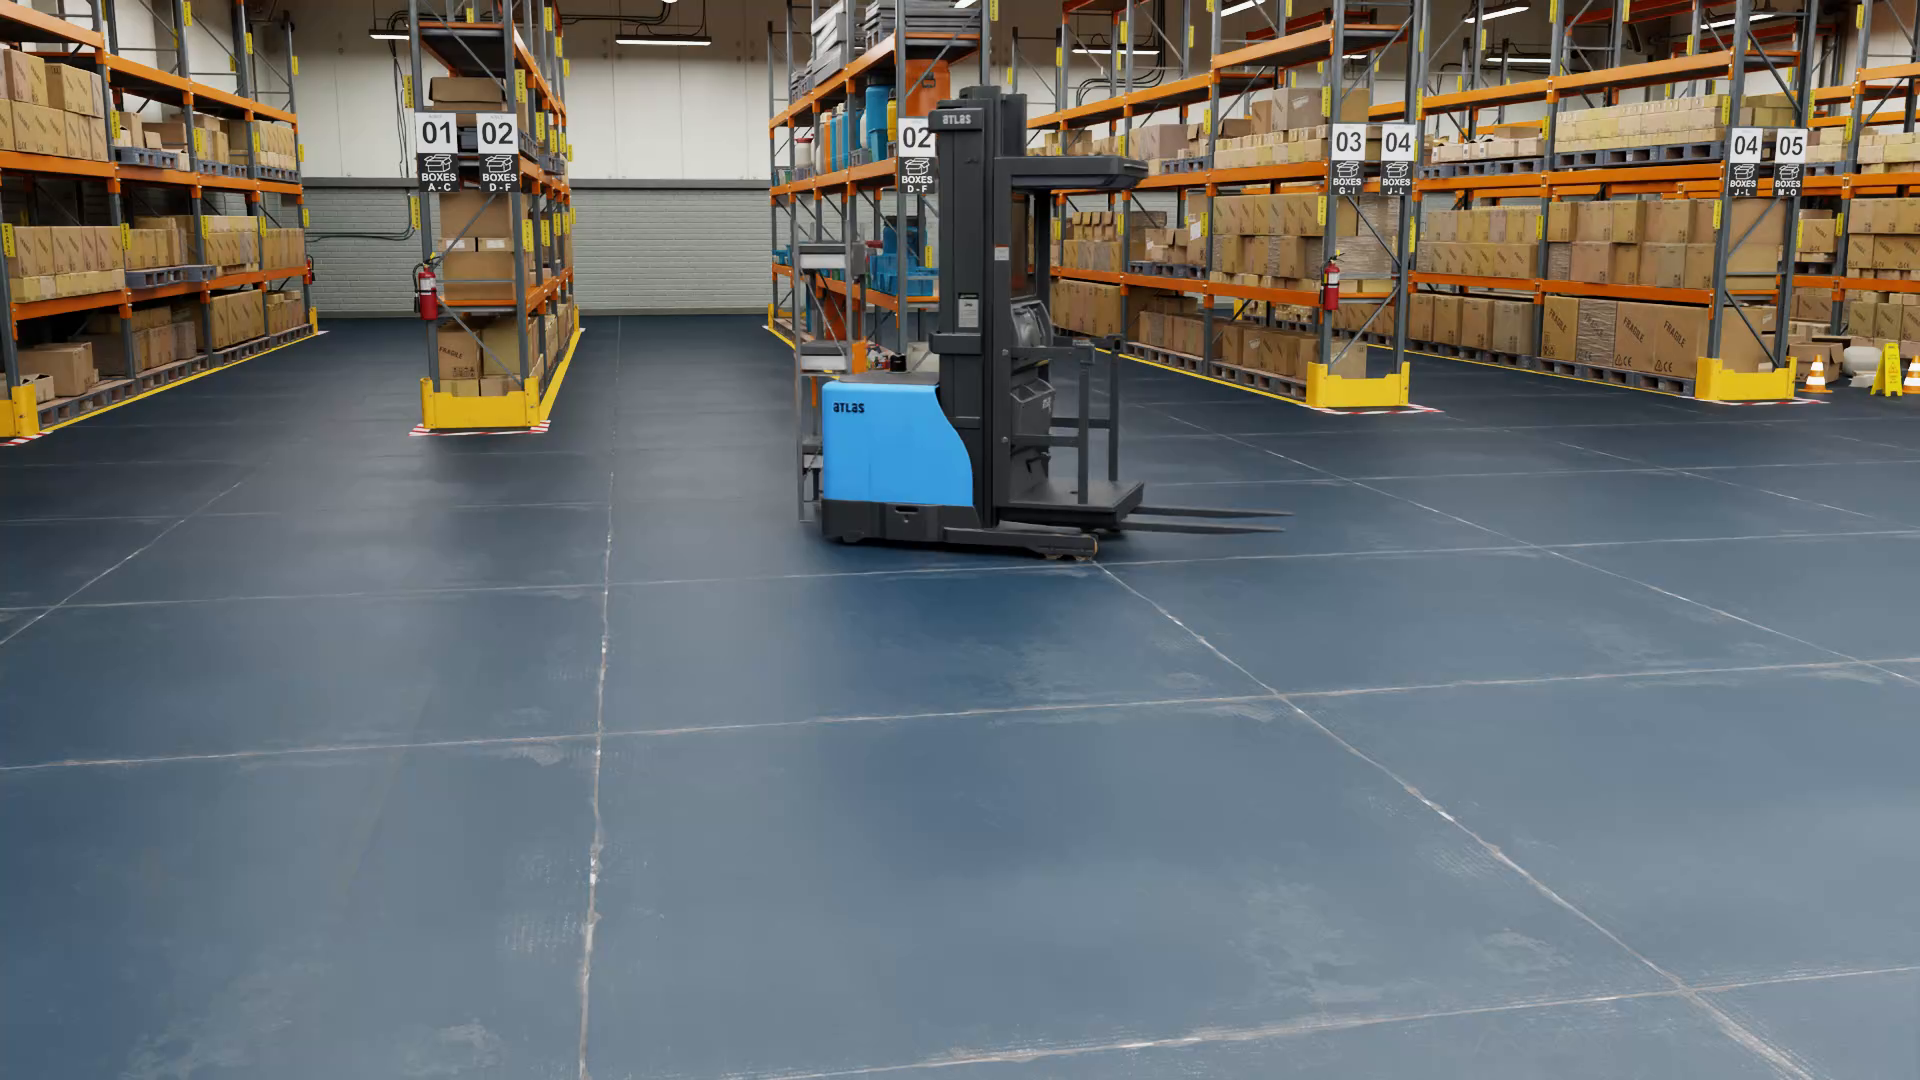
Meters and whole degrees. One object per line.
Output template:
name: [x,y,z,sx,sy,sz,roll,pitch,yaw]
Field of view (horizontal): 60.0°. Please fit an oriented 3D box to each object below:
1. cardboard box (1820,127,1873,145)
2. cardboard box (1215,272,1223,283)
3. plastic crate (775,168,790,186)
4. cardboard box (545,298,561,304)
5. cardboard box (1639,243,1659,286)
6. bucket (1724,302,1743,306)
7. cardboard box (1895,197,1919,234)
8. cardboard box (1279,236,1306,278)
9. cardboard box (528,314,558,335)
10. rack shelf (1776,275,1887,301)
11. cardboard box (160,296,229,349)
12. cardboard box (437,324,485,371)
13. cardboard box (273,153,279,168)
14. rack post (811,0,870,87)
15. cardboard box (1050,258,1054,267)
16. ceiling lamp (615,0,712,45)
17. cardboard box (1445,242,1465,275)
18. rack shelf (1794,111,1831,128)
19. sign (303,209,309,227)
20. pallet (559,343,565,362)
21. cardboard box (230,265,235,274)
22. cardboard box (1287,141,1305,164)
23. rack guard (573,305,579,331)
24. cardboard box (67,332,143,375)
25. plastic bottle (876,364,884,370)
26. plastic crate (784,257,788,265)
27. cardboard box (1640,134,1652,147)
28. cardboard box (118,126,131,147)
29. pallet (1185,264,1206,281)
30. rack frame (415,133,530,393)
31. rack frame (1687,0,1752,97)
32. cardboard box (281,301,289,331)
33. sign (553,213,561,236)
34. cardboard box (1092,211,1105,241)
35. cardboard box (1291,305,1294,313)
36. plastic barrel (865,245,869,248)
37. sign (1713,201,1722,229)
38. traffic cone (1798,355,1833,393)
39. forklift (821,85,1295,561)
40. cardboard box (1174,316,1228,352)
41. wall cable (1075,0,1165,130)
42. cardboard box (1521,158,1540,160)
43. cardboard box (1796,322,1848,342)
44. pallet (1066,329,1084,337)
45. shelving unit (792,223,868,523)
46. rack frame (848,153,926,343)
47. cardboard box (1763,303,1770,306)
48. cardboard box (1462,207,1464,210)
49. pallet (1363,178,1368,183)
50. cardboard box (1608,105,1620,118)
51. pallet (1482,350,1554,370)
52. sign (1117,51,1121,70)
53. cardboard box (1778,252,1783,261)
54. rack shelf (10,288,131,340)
cardboard box: [13.380,-6.094,25.109,0.500,0.250,0.500,-2,11,-10]
cardboard box: [3.679,-3.560,22.549,0.380,0.149,0.250,-2,11,-11]
plastic crate: [-3.268,-6.954,31.851,0.504,0.338,0.767,-2,11,-11]
cardboard box: [-7.748,-4.222,30.855,0.797,0.503,0.637,-2,11,-11]
cardboard box: [9.329,-3.556,21.454,0.875,0.550,0.550,-2,11,-11]
bucket: [11.069,-3.139,24.357,0.726,0.611,0.620,2,1,9]
cardboard box: [13.639,-4.551,23.345,0.700,0.500,0.500,-2,11,-12]
cardboard box: [4.380,-3.431,20.136,0.875,0.500,0.500,-2,11,-11]
cardboard box: [-6.256,-3.198,24.706,0.500,0.311,0.500,-2,11,-10]
rack shelf: [13.228,-4.154,26.921,1.077,0.370,4.000,-2,11,-11]
cardboard box: [-11.472,-3.263,24.944,0.750,0.750,0.750,-2,11,-12]
cardboard box: [-5.648,-2.181,18.858,0.500,0.500,0.500,-2,11,-11]
cardboard box: [-12.304,-6.686,29.291,0.500,0.250,0.500,-2,11,-13]
rack post: [-1.429,-7.003,23.389,1.013,1.000,3.121,-2,11,-11]
cardboard box: [1.910,-5.215,31.245,0.380,0.149,0.250,-2,11,-10]
ceiling lamp: [-6.222,-12.018,34.662,2.000,3.185,0.800,-2,11,-11]
cardboard box: [8.025,-4.447,26.269,0.500,0.500,0.500,-2,11,-11]
rack shelf: [16.541,-8.748,35.021,1.077,0.370,4.000,-2,11,-11]
sign: [-12.479,-6.143,31.717,0.100,0.325,0.005,-2,11,-11]
pallet: [-6.707,-2.922,25.986,1.003,0.211,1.213,-2,11,-11]
cardboard box: [-11.648,-4.258,26.162,0.380,0.149,0.250,-2,11,-9]
cardboard box: [4.232,-4.617,19.809,0.500,0.250,0.500,-2,11,-11]
rack guard: [-8.140,-4.379,32.868,1.175,0.500,0.348,-2,11,-11]
cardboard box: [-10.839,-2.362,21.093,0.700,0.500,0.500,-2,11,-9]
plastic bottle: [-0.971,-2.028,20.139,0.097,0.201,0.097,0,11,0]
plastic crate: [-3.151,-5.275,31.436,0.293,0.136,0.466,-2,11,-11]
cardboard box: [8.916,-5.095,21.204,0.380,0.149,0.250,-2,11,-11]
cardboard box: [-10.827,-5.092,21.018,0.500,0.311,0.500,-2,11,-9]
pallet: [3.891,-3.831,23.816,1.003,0.211,1.213,-2,11,-11]
rack frame: [-5.043,-2.687,17.290,1.000,3.000,0.127,-2,11,-11]
rack frame: [12.839,-7.821,28.220,1.000,3.000,0.127,-2,11,-11]
cardboard box: [-12.473,-4.012,29.817,0.700,0.500,0.500,-2,11,-10]
sign: [-6.055,-4.744,25.000,0.100,0.325,0.005,-2,11,-11]
cardboard box: [2.731,-5.432,28.766,0.797,0.503,0.637,-2,11,-9]
cardboard box: [6.766,-4.554,32.808,0.380,0.149,0.250,-2,11,-10]
plastic barrel: [-1.248,-4.130,24.575,0.421,0.512,0.421,0,11,0]
sign: [9.025,-3.876,19.809,0.100,0.325,0.005,-2,11,-11]
traffic cone: [10.849,-2.111,21.050,0.336,0.463,0.334,-2,11,-11]
forklift: [0.656,-1.418,10.807,3.031,2.935,1.130,3,11,16]
cardboard box: [3.615,-3.072,24.824,0.700,0.500,0.500,-3,11,-16]
wall cable: [3.844,-11.671,39.842,2.277,5.999,0.120,-2,11,-11]
cardboard box: [8.625,-5.956,25.411,0.396,0.266,0.258,-2,11,-11]
cardboard box: [13.513,-3.152,25.638,0.950,0.372,0.625,-2,11,-10]
pallet: [2.565,-3.739,30.274,1.003,0.211,1.213,-2,11,-11]
shelving unit: [-0.916,-1.199,11.882,0.431,2.100,0.503,2,11,8]
rack frame: [-0.962,-3.600,22.087,1.000,3.000,0.127,-2,11,-11]
cardboard box: [17.033,-4.804,34.482,0.500,0.311,0.500,-2,11,-9]
cardboard box: [11.081,-7.125,35.932,0.380,0.149,0.250,-2,11,-10]
pallet: [7.446,-6.483,29.716,1.213,0.211,1.003,-2,11,-11]
cardboard box: [8.768,-5.626,21.862,0.380,0.149,0.250,-2,11,-11]
pallet: [8.557,-2.711,24.874,1.003,0.211,1.213,-2,11,-11]
sign: [2.871,-8.714,30.202,0.100,0.325,0.005,-2,11,-11]
cardboard box: [13.074,-4.449,26.098,0.380,0.149,0.250,-2,11,-11]
rack shelf: [-10.291,-2.519,18.334,1.077,0.370,4.000,-2,11,-11]
